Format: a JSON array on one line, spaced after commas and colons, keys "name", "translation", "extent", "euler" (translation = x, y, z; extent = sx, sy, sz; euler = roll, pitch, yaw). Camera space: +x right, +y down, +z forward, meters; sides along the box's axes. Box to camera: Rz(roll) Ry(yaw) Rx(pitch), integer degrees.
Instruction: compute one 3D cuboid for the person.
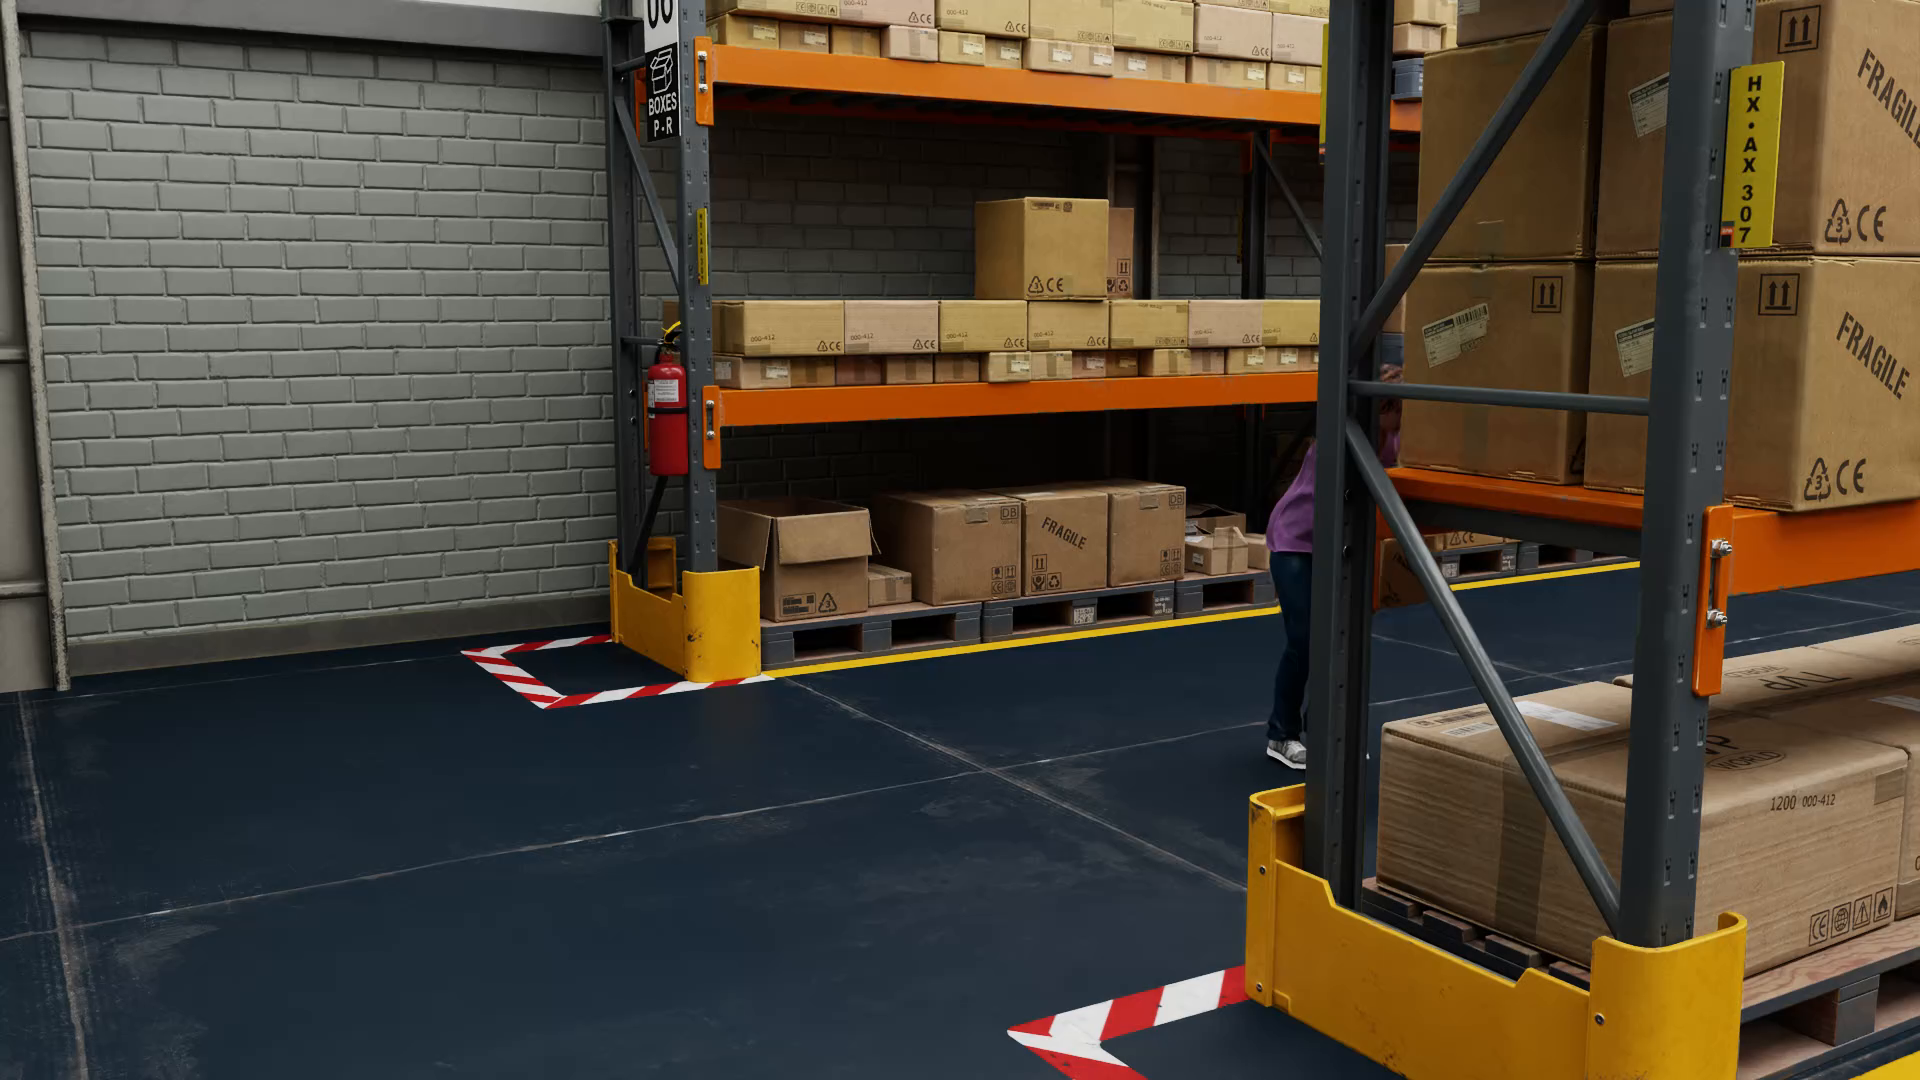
[{"name": "person", "translation": [1.382, 0.109, 6.048], "extent": [0.375, 1.481, 0.598], "euler": [-5, 10, -32]}]
